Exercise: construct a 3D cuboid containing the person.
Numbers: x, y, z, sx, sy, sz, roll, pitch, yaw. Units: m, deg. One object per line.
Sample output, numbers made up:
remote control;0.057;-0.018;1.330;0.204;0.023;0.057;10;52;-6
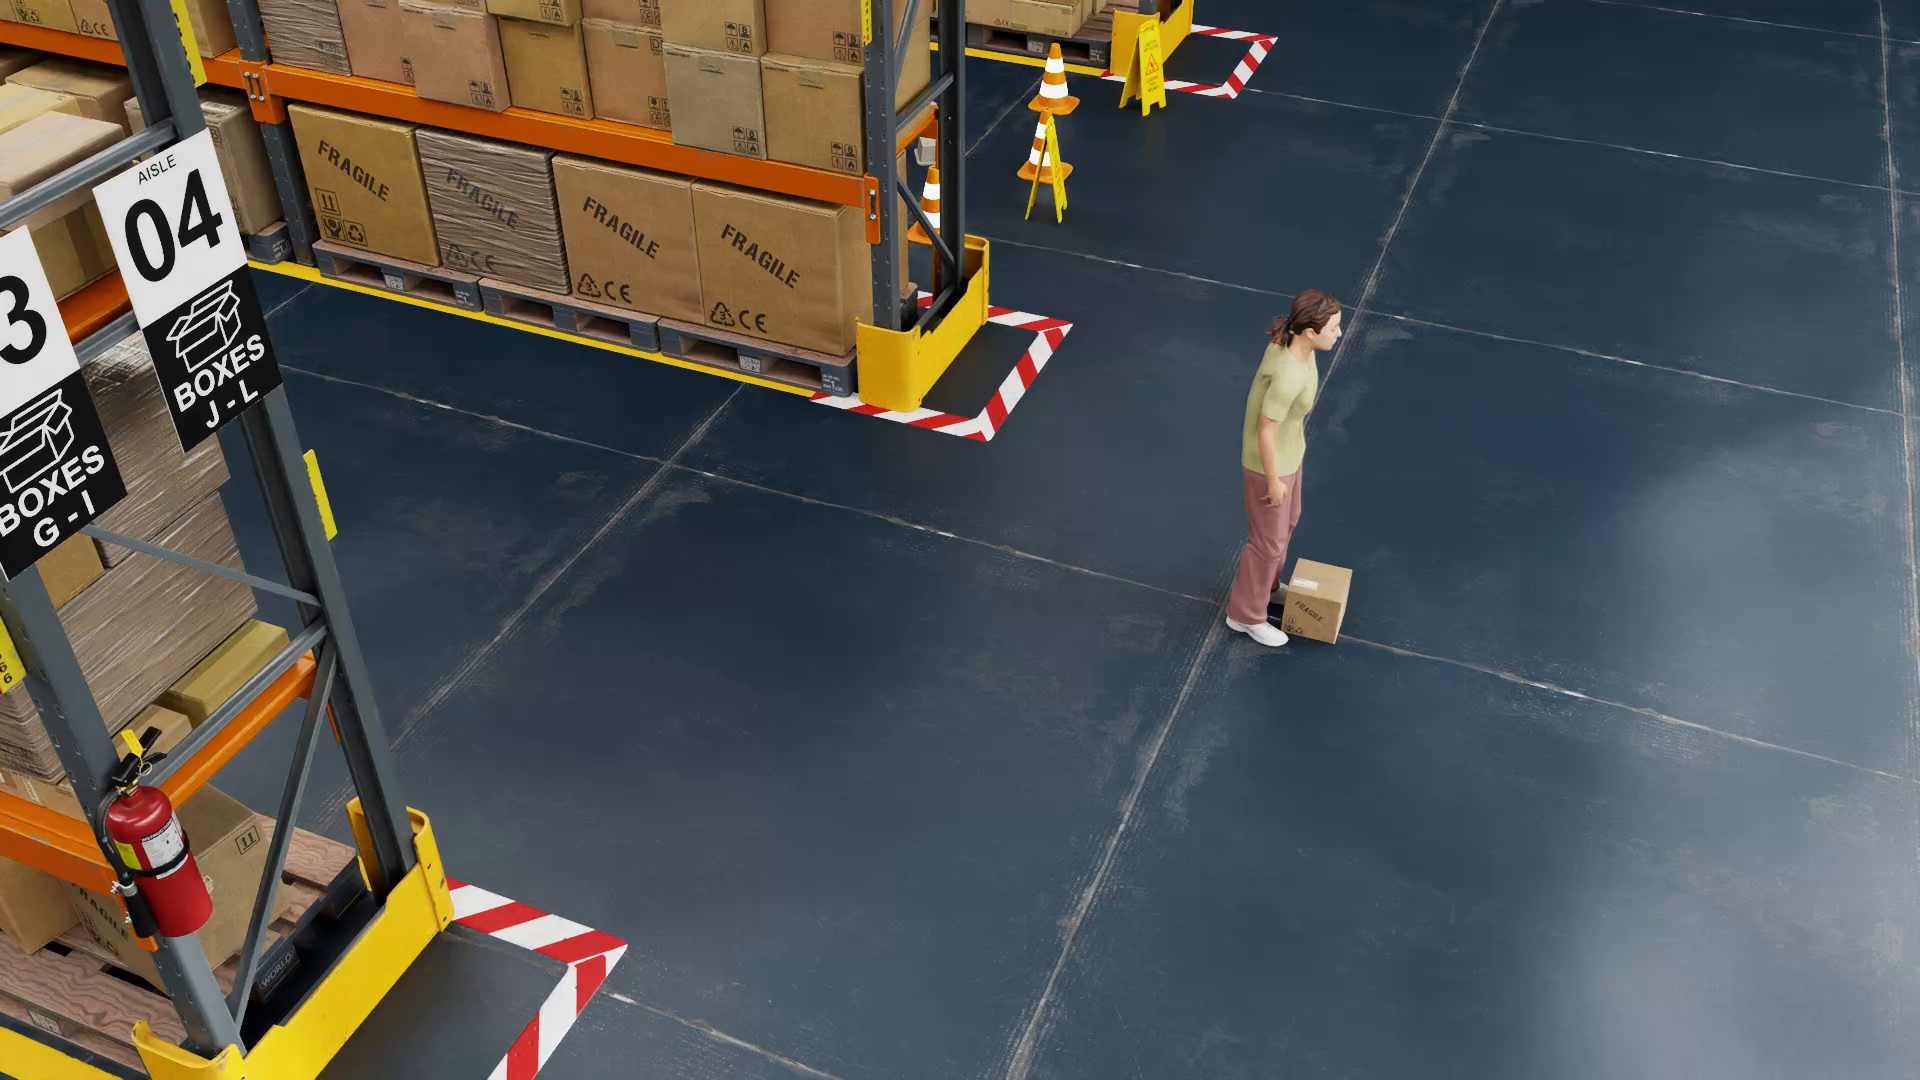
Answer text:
person;1.405;-0.342;7.263;0.354;1.673;0.520;12;39;15
